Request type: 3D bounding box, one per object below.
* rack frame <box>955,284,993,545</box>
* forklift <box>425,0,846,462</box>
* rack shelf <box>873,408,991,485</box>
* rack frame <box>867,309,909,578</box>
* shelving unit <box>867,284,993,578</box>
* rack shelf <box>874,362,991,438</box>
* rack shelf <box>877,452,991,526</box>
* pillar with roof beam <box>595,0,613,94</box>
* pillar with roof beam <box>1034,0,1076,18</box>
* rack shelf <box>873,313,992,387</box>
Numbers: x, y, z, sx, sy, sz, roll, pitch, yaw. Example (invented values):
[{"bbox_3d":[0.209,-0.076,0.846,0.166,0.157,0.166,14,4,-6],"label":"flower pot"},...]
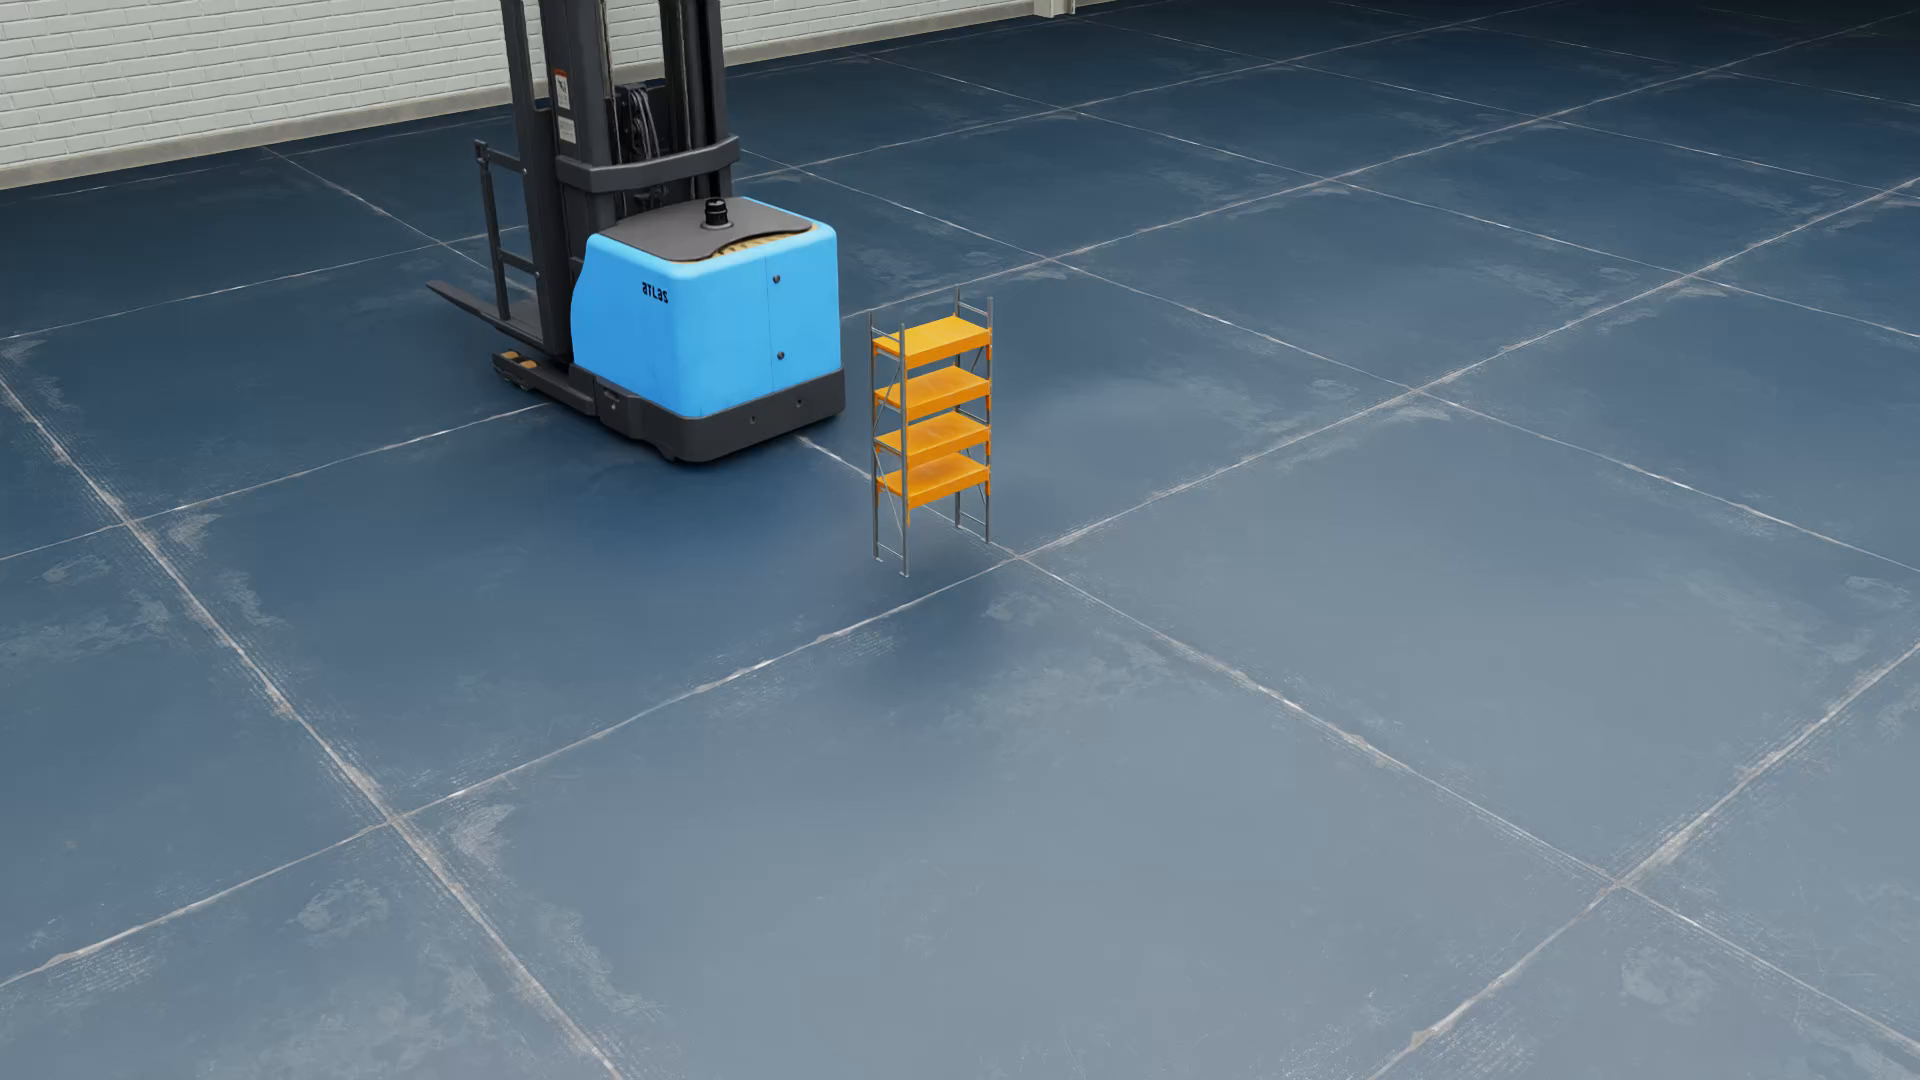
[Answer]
[{"bbox_3d":[0.060,-0.553,7.512,0.015,1.200,0.240,-22,35,-35],"label":"rack frame"},{"bbox_3d":[-2.001,-2.280,8.907,1.130,2.935,3.031,-25,37,-38],"label":"forklift"},{"bbox_3d":[-0.126,-0.419,7.404,0.480,0.148,0.258,-22,35,-35],"label":"rack shelf"},{"bbox_3d":[-0.312,-0.404,7.233,0.015,1.200,0.240,-22,35,-35],"label":"rack frame"},{"bbox_3d":[-0.126,-0.479,7.372,0.503,1.200,0.258,-22,35,-35],"label":"shelving unit"},{"bbox_3d":[-0.126,-0.616,7.299,0.480,0.148,0.258,-22,35,-35],"label":"rack shelf"},{"bbox_3d":[-0.126,-0.244,7.498,0.480,0.148,0.258,-22,35,-35],"label":"rack shelf"},{"bbox_3d":[-0.700,-6.605,10.562,0.400,9.000,9.100,-22,35,-35],"label":"pillar with roof beam"},{"bbox_3d":[3.865,-8.440,13.996,0.400,9.000,9.100,-22,35,-35],"label":"pillar with roof beam"},{"bbox_3d":[-0.126,-0.825,7.187,0.480,0.148,0.258,-22,35,-35],"label":"rack shelf"}]
